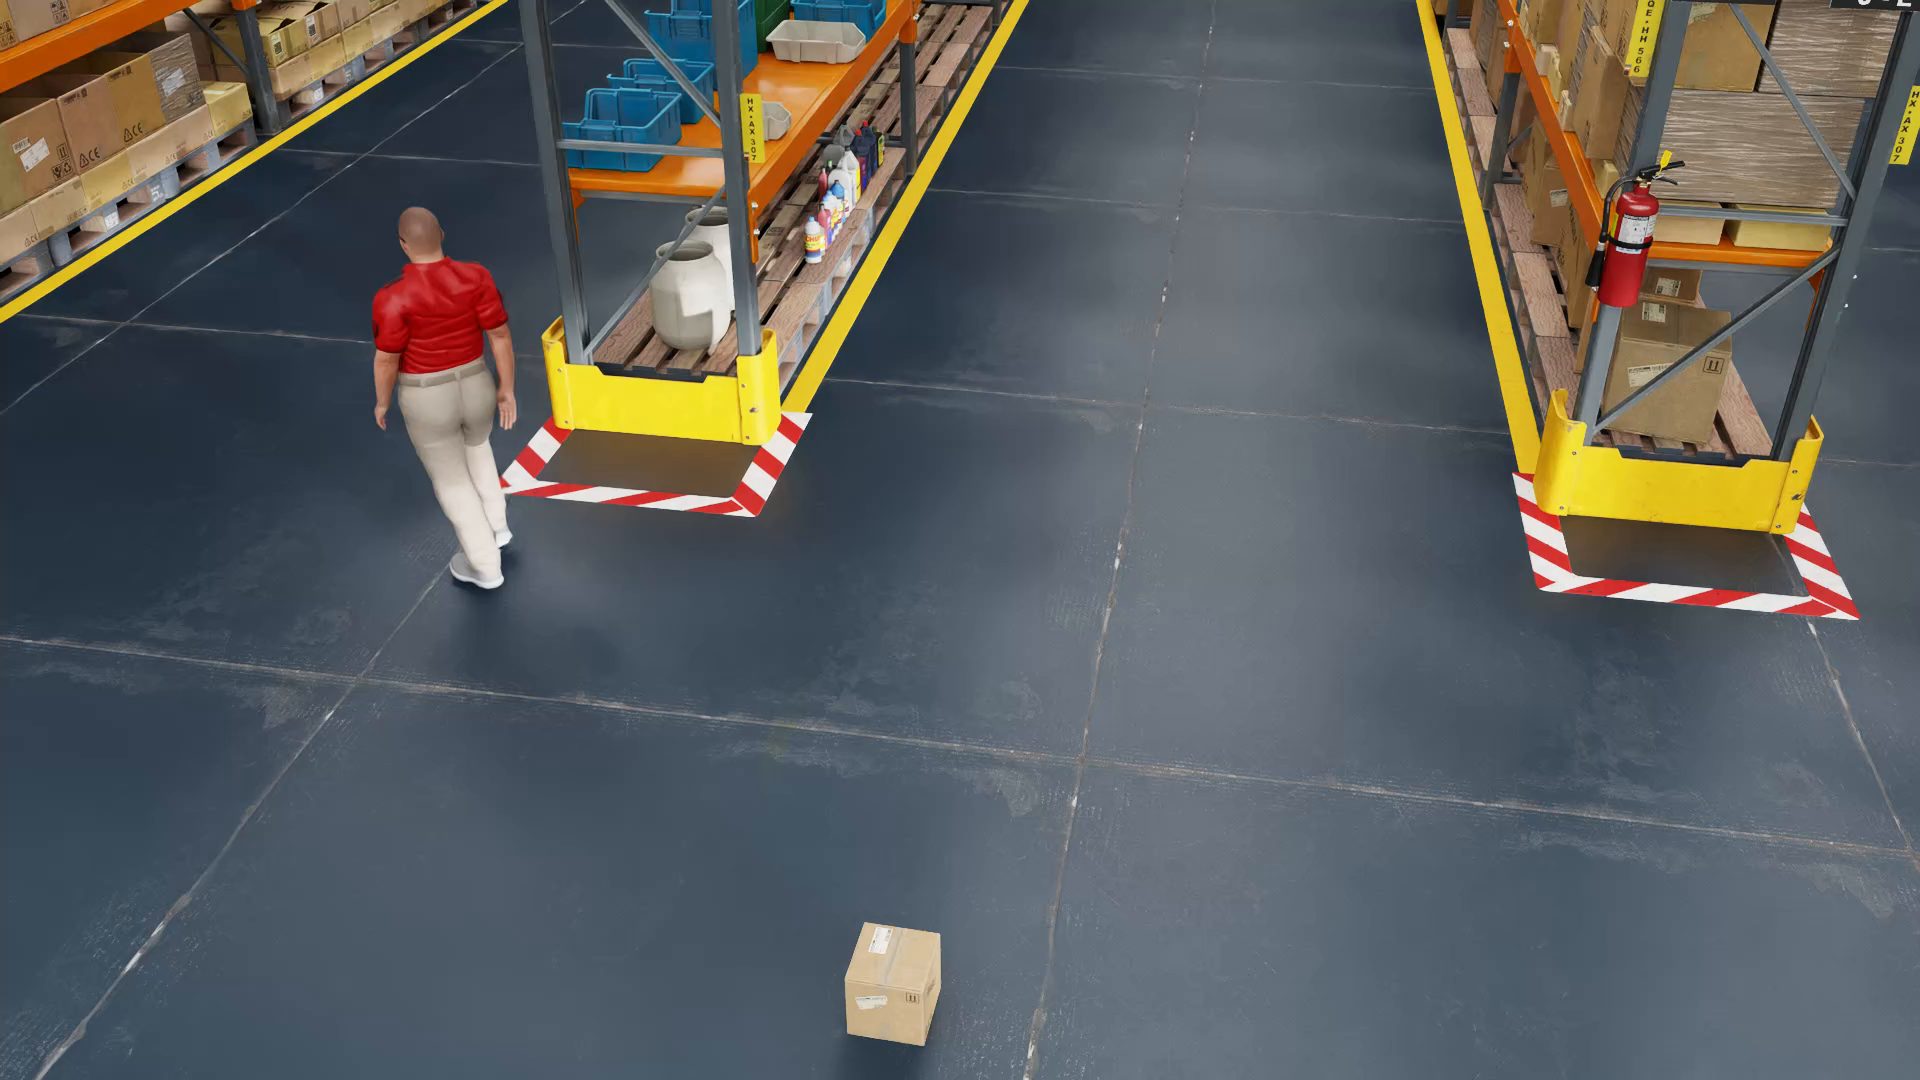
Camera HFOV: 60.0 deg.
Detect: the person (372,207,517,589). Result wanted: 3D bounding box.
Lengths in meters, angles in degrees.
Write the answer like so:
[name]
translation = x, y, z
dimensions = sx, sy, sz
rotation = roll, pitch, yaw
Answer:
[person]
translation = -2.190, -0.575, 7.099
dimensions = 0.548, 1.797, 0.516
rotation = -26, 41, -35
